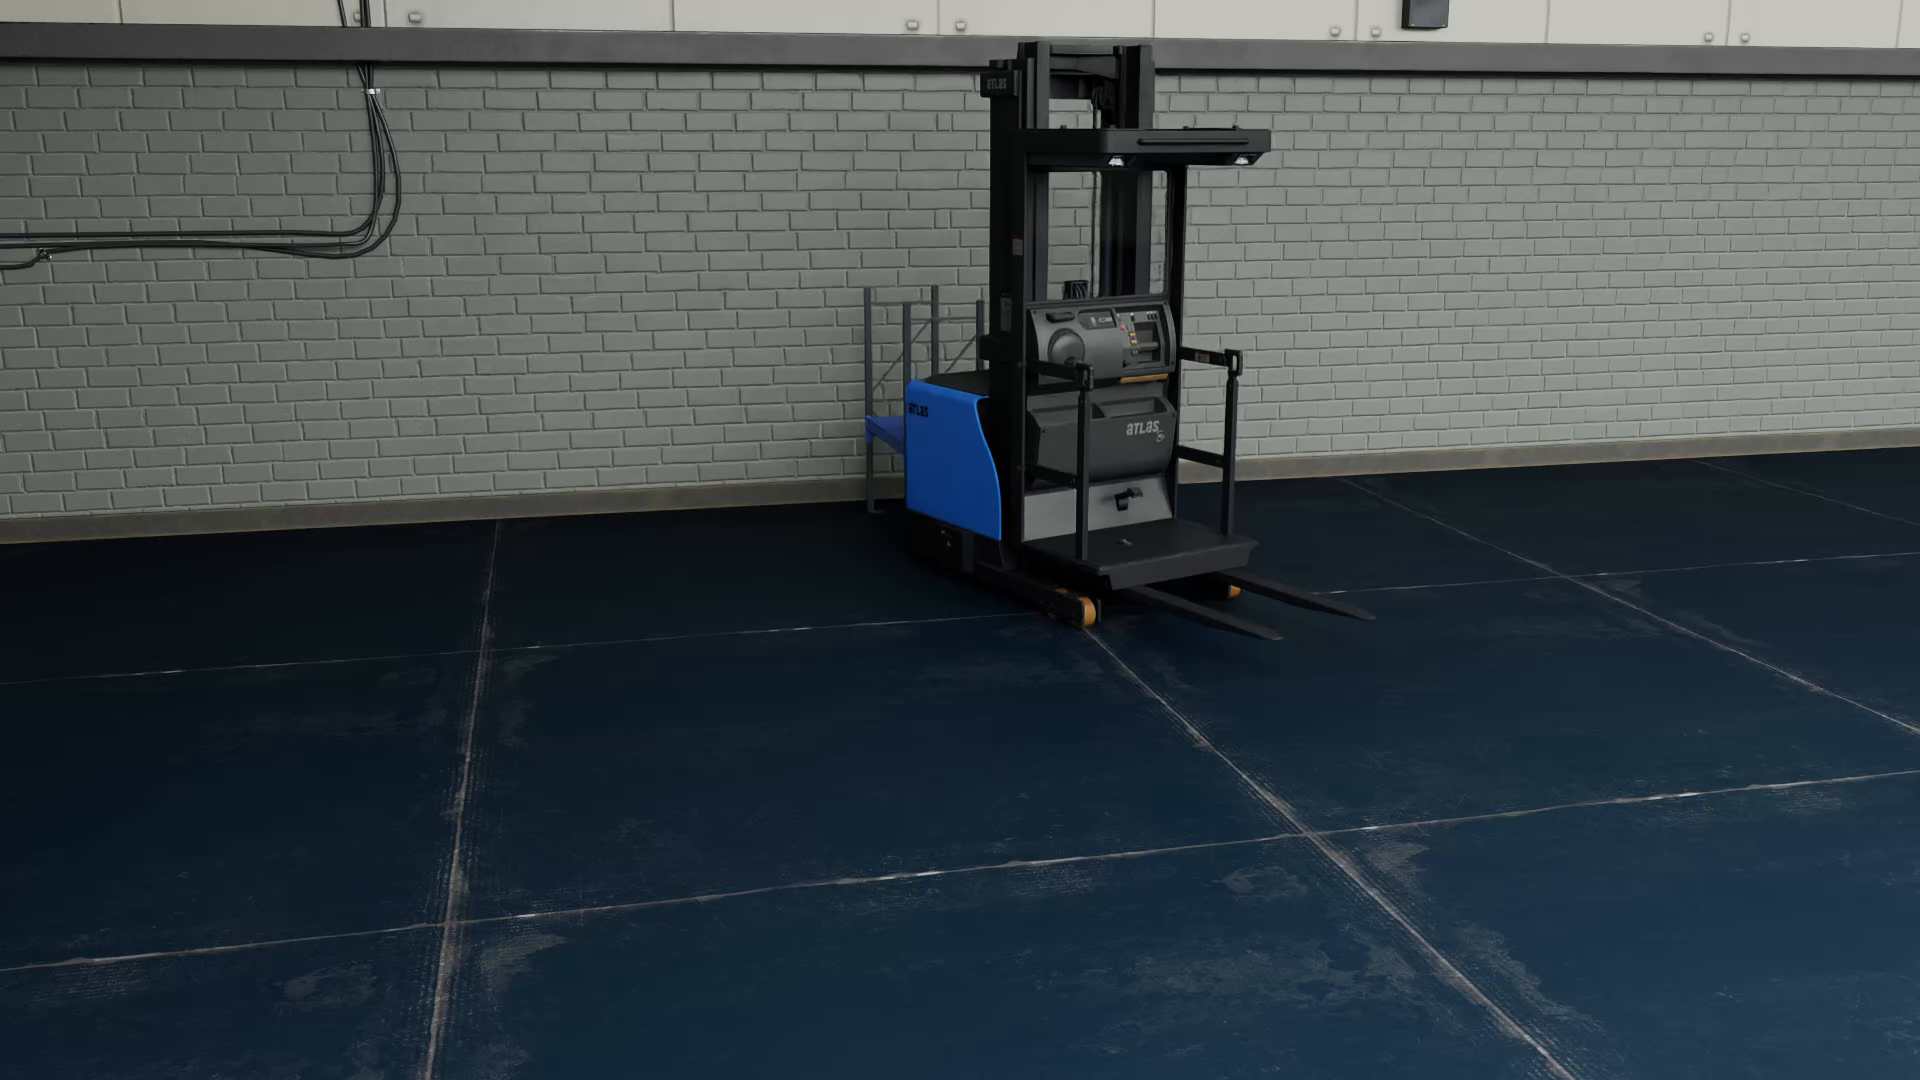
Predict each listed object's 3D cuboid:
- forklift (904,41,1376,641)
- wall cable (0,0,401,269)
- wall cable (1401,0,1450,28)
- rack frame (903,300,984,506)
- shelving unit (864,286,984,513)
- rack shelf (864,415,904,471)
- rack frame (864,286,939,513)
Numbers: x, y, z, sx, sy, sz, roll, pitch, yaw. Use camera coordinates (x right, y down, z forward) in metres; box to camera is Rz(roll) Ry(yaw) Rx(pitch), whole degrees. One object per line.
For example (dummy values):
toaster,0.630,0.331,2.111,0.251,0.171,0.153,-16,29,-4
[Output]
forklift,0.890,-1.095,8.733,1.130,2.935,3.031,-9,16,-32
wall cable,-4.987,-2.886,9.821,3.097,2.526,0.112,-3,14,-13
wall cable,4.245,-6.572,11.200,2.305,6.003,0.169,-3,14,-13
rack frame,-0.097,-0.701,10.136,0.500,1.500,0.032,-4,14,-16
shelving unit,-0.240,-0.817,10.610,0.538,1.500,1.048,-4,14,-16
rack shelf,-0.240,-0.642,10.653,0.538,0.185,1.000,-4,14,-16
rack frame,-0.384,-0.932,11.084,0.500,1.500,0.032,-4,14,-16
